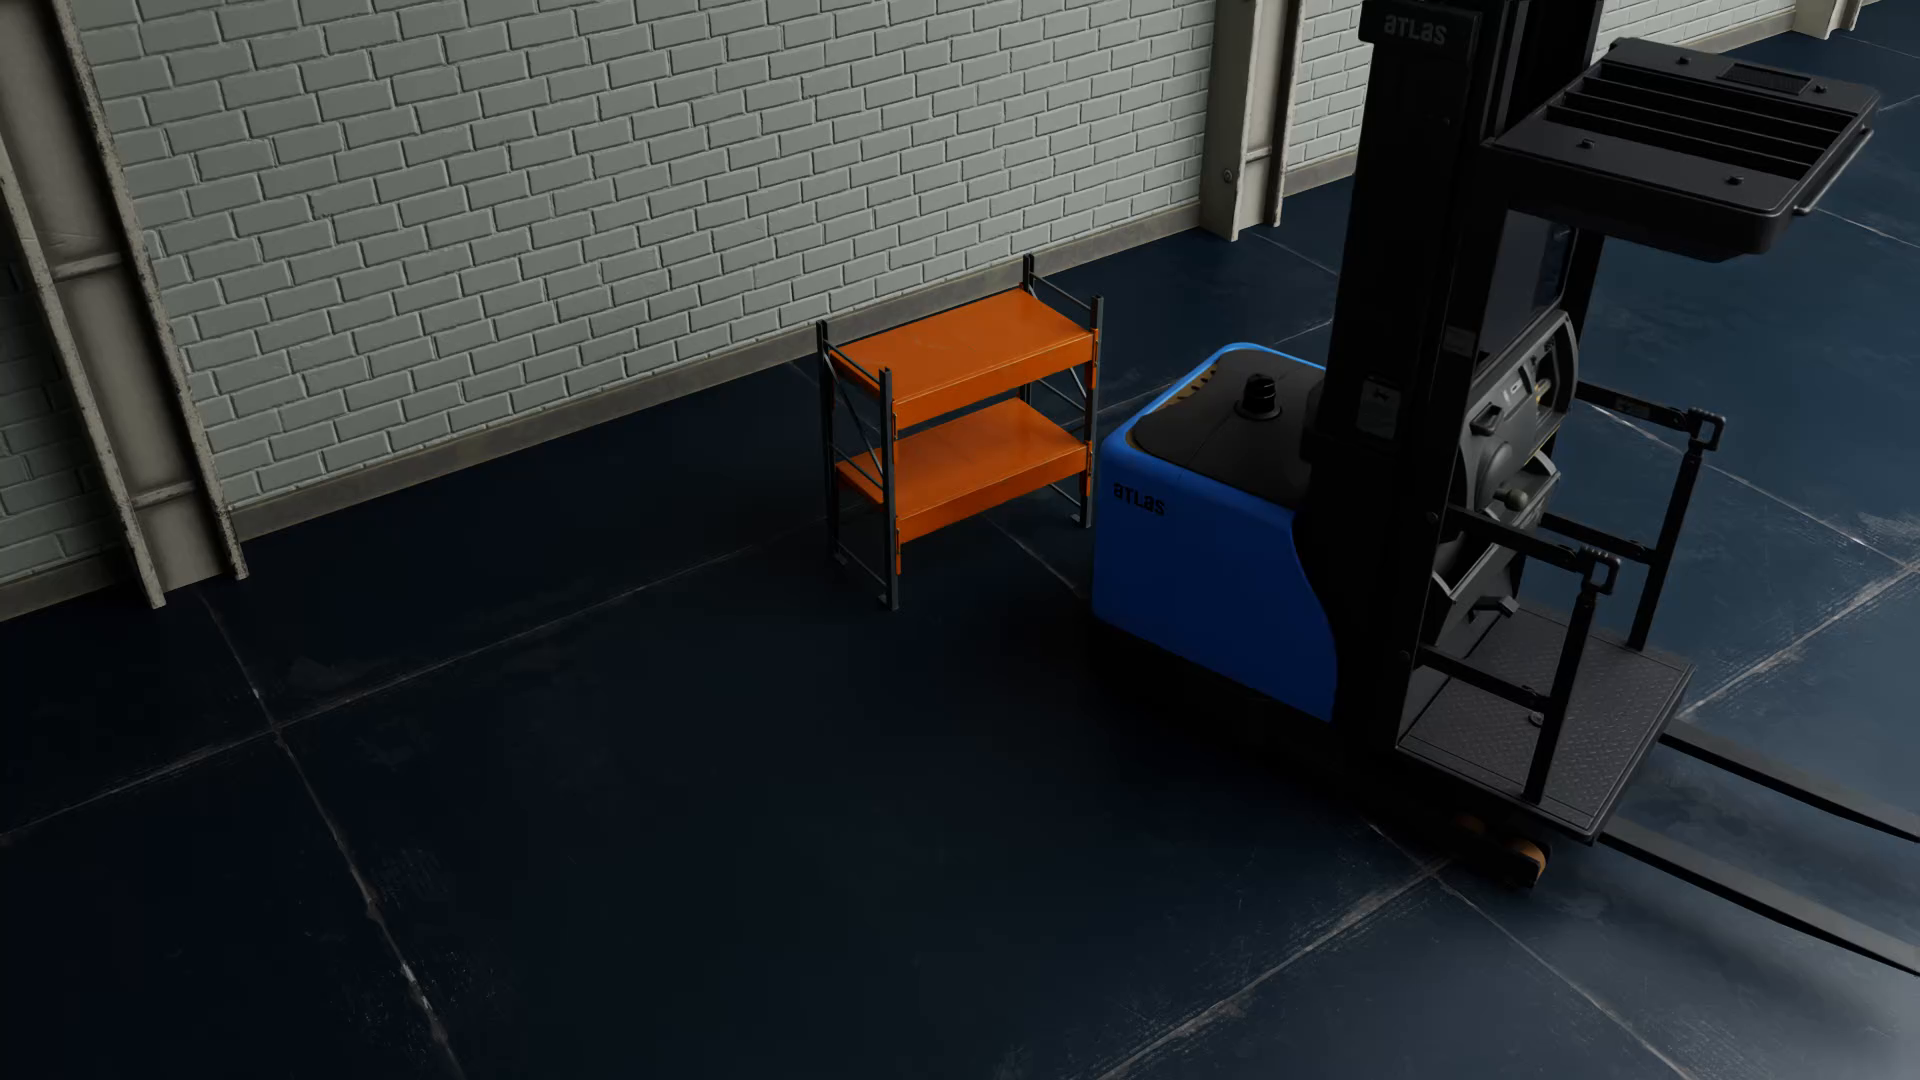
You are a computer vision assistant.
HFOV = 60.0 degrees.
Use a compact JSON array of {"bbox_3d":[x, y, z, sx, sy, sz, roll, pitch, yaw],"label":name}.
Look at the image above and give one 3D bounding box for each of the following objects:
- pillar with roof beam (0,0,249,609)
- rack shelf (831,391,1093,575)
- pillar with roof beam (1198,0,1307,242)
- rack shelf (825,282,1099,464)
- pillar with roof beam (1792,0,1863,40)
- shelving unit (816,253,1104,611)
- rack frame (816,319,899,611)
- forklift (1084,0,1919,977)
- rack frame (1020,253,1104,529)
[{"bbox_3d":[-0.777,-1.452,1.562,0.400,9.000,9.100,-22,41,-28],"label":"pillar with roof beam"},{"bbox_3d":[0.006,-0.260,7.067,1.000,0.278,0.538,-22,41,-28],"label":"rack shelf"},{"bbox_3d":[4.127,-3.471,4.368,0.400,9.000,9.100,-22,41,-28],"label":"pillar with roof beam"},{"bbox_3d":[0.006,-0.697,6.754,1.000,0.278,0.538,-22,41,-28],"label":"rack shelf"},{"bbox_3d":[9.032,-5.489,7.174,0.400,9.000,9.100,-22,41,-28],"label":"pillar with roof beam"},{"bbox_3d":[0.006,-0.459,6.925,1.048,1.125,0.538,-22,41,-28],"label":"shelving unit"},{"bbox_3d":[-0.410,-0.288,6.687,0.032,1.125,0.500,-22,41,-28],"label":"rack frame"},{"bbox_3d":[1.965,-0.371,5.255,3.031,2.935,1.130,24,42,29],"label":"forklift"},{"bbox_3d":[0.421,-0.630,7.162,0.032,1.125,0.500,-22,41,-28],"label":"rack frame"}]
